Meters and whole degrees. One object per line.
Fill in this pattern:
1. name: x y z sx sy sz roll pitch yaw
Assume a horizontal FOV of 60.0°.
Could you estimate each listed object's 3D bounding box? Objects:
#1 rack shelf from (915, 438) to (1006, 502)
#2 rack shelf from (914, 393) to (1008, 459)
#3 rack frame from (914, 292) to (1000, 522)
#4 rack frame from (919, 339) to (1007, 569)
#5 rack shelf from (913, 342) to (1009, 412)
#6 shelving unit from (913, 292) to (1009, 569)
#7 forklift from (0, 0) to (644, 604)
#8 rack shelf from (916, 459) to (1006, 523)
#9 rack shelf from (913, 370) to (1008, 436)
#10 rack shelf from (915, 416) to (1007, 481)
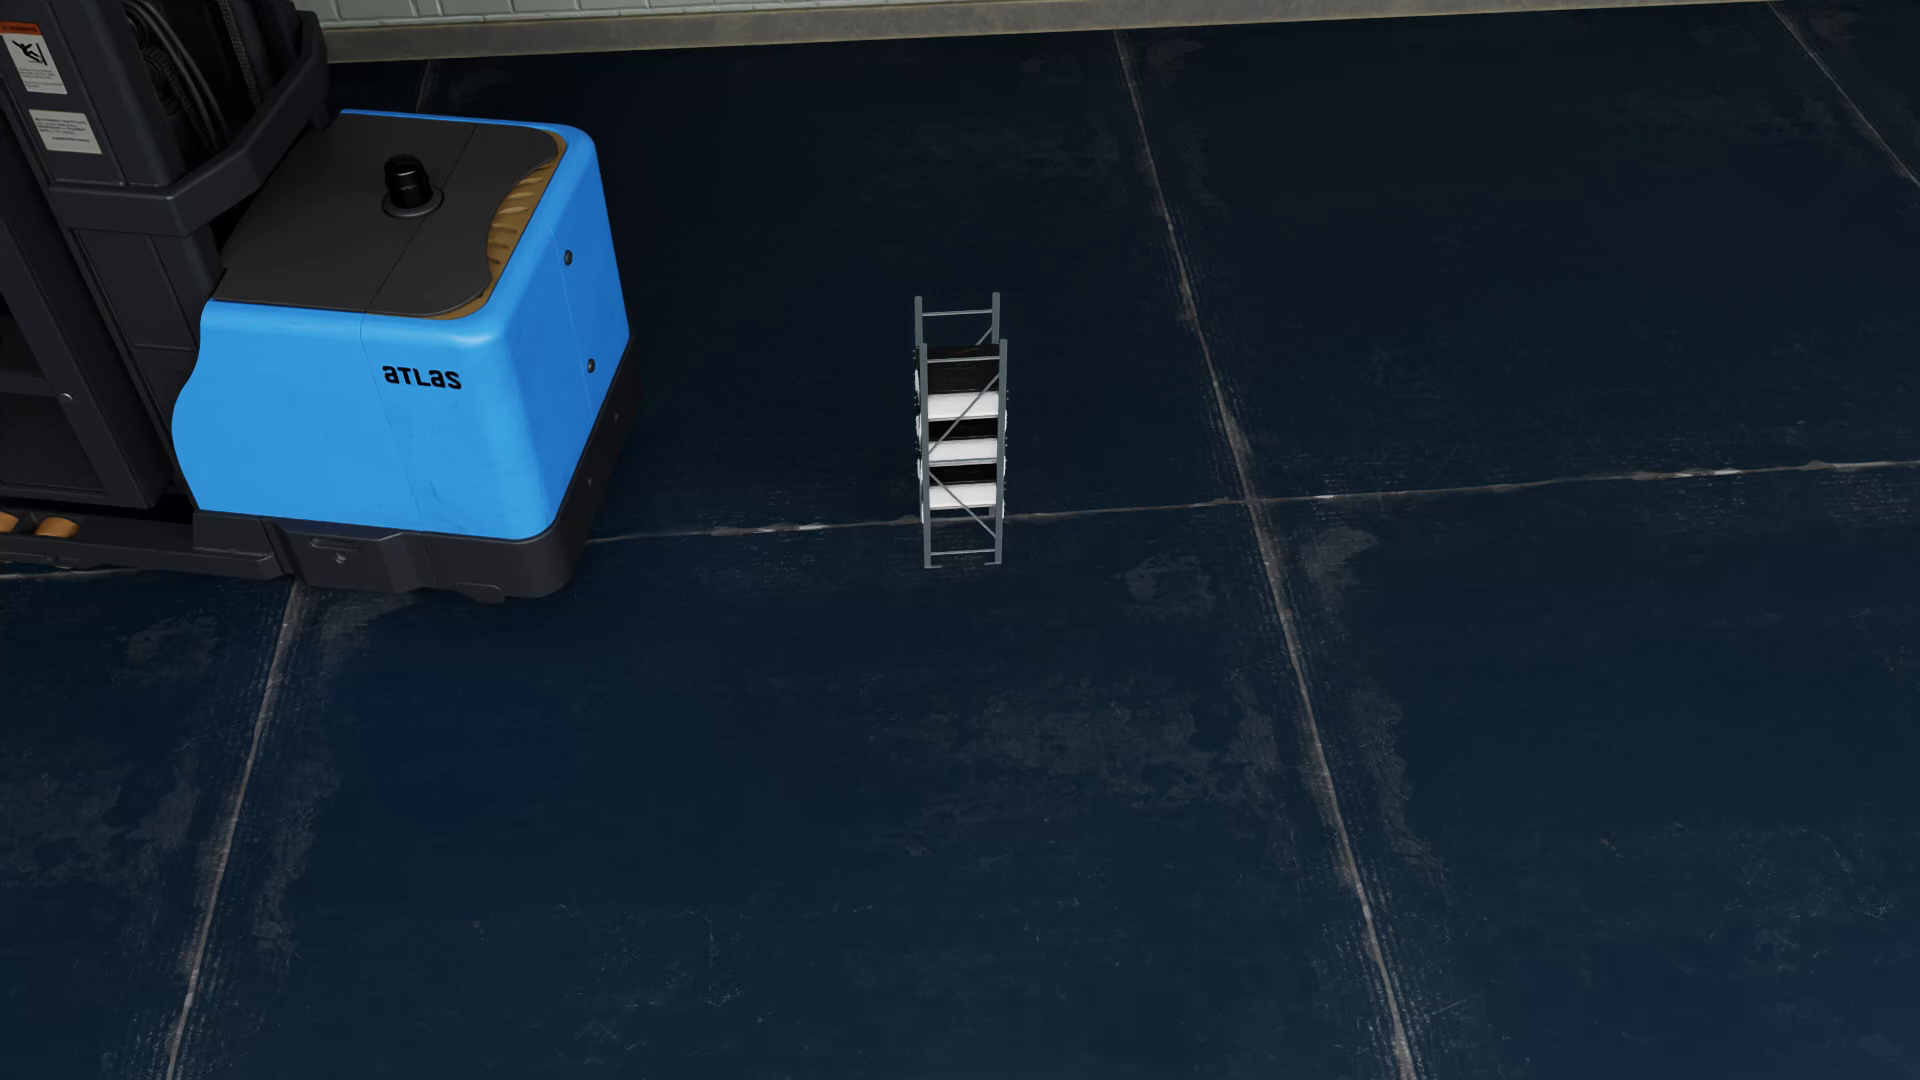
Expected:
1. rack shelf: 0.001 -0.219 5.007 0.258 0.077 0.200 -3 47 -3
2. rack shelf: 0.001 -0.343 4.877 0.258 0.077 0.200 -3 47 -3
3. rack frame: -0.008 -0.377 4.987 0.240 0.900 0.006 -3 47 -3
4. rack frame: 0.009 -0.230 4.848 0.240 0.900 0.006 -3 47 -3
5. rack shelf: 0.001 -0.466 4.746 0.258 0.077 0.200 -3 47 -3
6. shelving unit: 0.001 -0.304 4.918 0.258 0.900 0.210 -3 47 -3
7. forklift: -2.626 -1.294 4.457 3.031 2.935 1.130 5 47 5
8. rack shelf: 0.001 -0.157 5.073 0.258 0.077 0.200 -3 47 -3
9. rack shelf: 0.001 -0.404 4.811 0.258 0.077 0.200 -3 47 -3
10. rack shelf: 0.001 -0.281 4.942 0.258 0.077 0.200 -3 47 -3
